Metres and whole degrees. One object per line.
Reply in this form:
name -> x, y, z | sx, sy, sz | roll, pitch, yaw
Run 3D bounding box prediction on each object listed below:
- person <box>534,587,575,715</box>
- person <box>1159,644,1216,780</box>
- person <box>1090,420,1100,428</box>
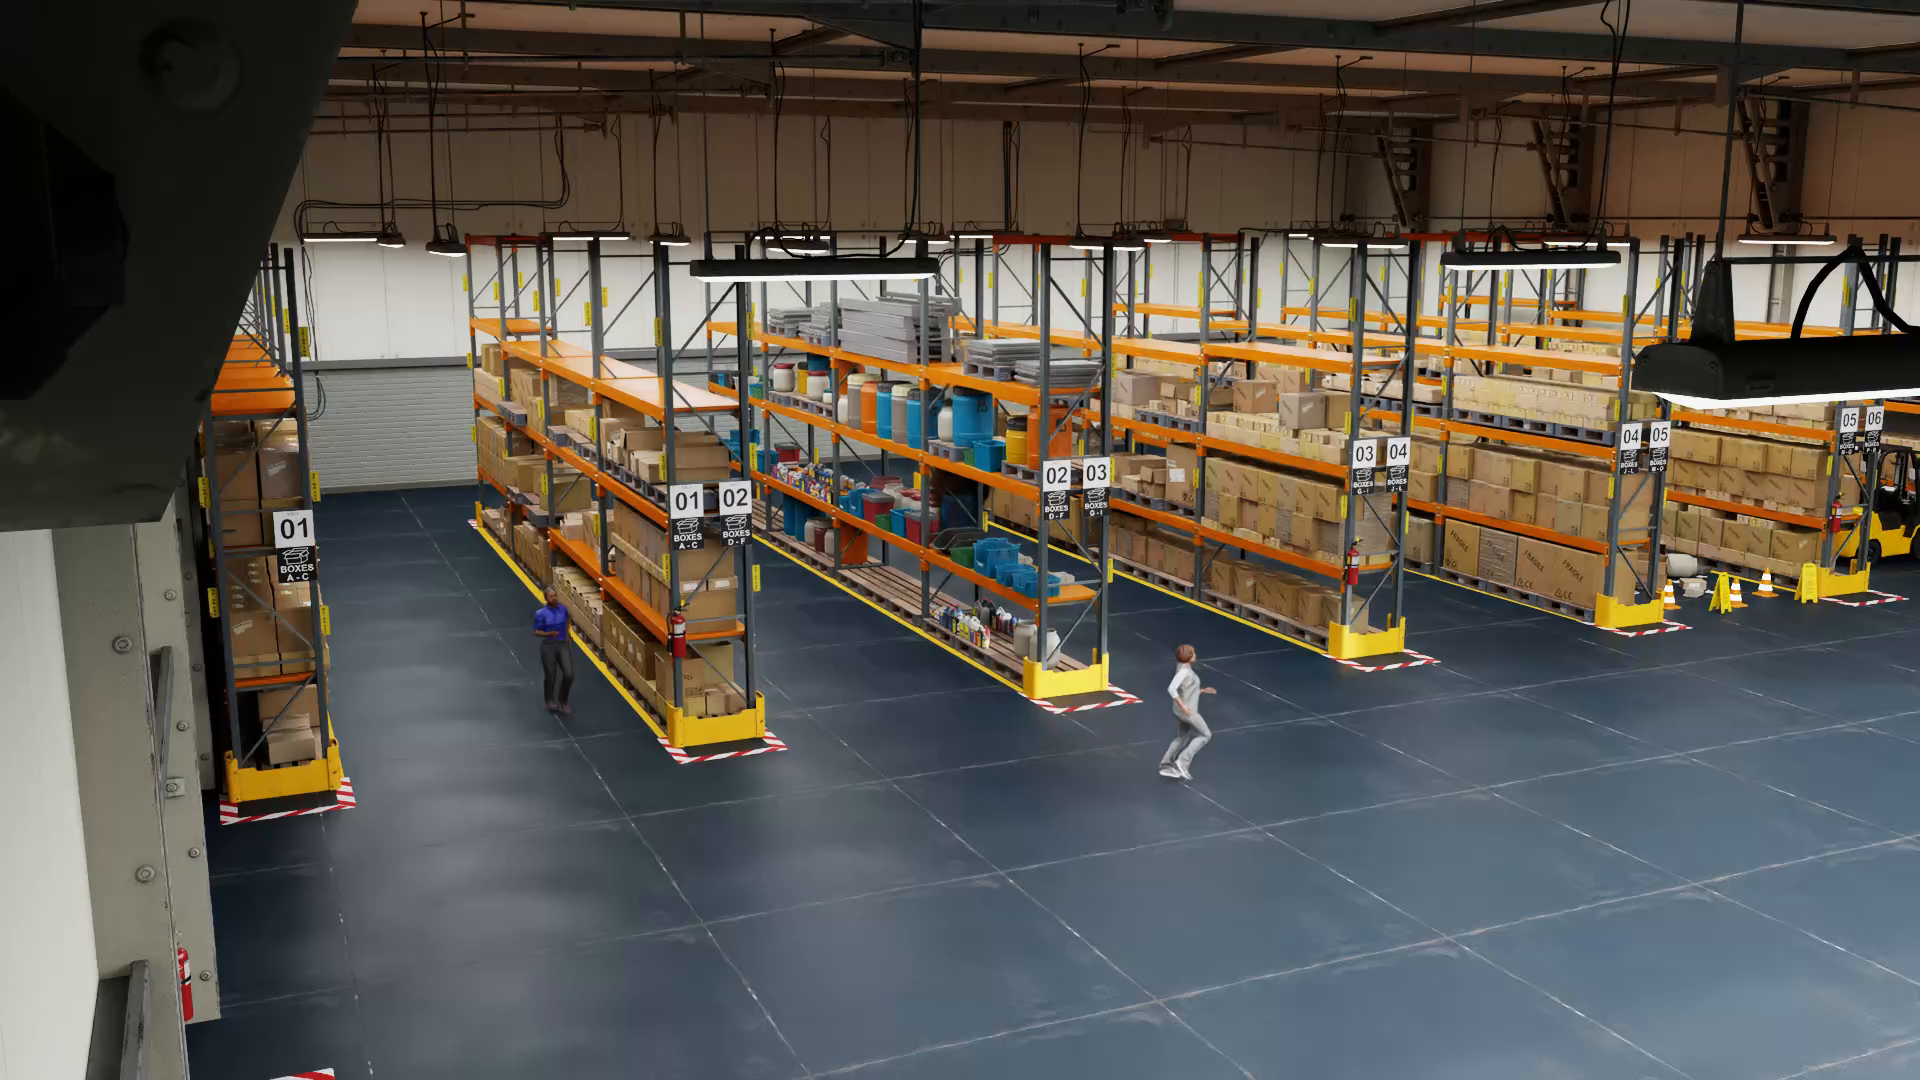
person -> -5.200, 1.440, 21.424 | 0.558, 1.685, 0.667 | -7, 13, -31
person -> 2.594, 1.948, 18.859 | 0.624, 1.561, 0.509 | 0, 11, -2
person -> 3.340, -2.467, 41.554 | 0.634, 1.587, 0.586 | -4, 12, -19
